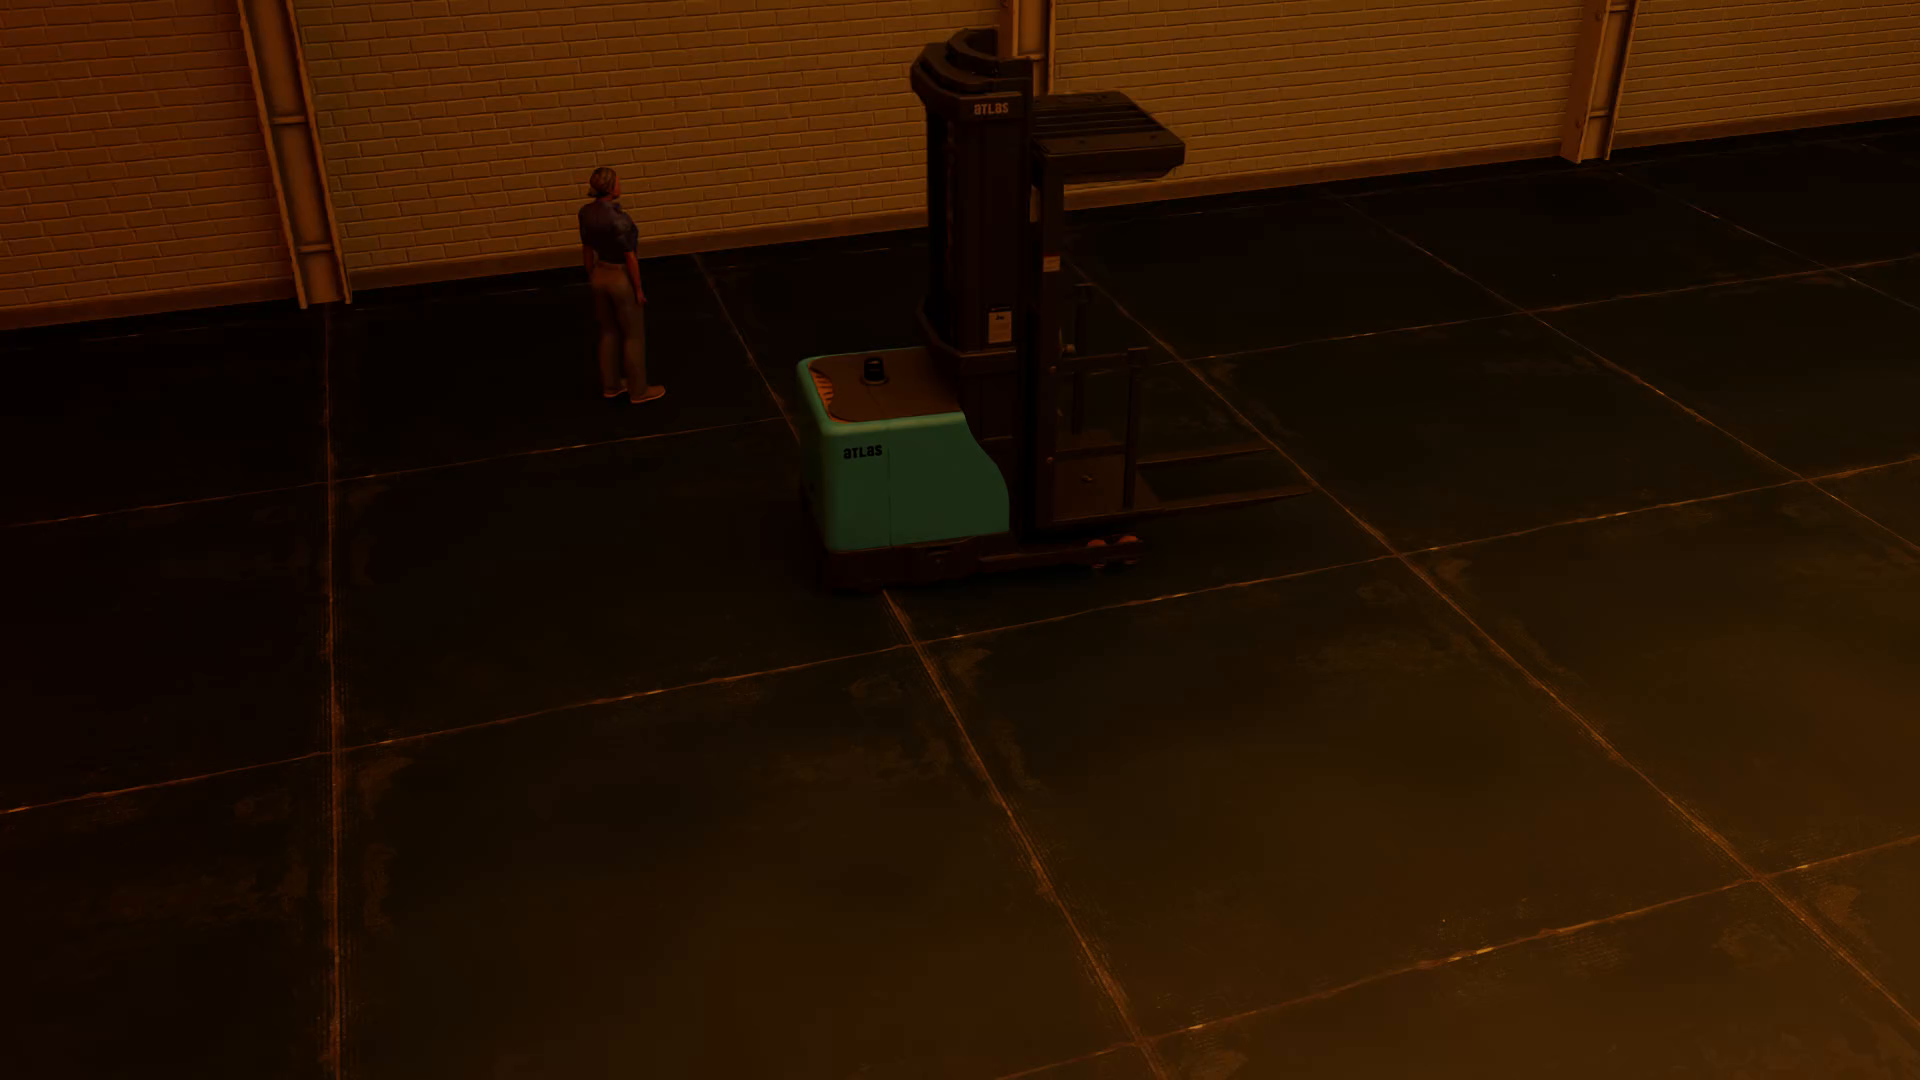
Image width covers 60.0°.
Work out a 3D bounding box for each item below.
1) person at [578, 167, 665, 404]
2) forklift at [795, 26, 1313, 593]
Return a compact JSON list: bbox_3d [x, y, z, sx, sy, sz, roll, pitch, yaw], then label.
[{"bbox_3d":[-2.342,-1.751,11.408,0.457,1.662,0.329,17,34,27],"label":"person"},{"bbox_3d":[0.597,-1.353,9.439,3.031,2.935,1.130,-7,31,-12],"label":"forklift"}]
